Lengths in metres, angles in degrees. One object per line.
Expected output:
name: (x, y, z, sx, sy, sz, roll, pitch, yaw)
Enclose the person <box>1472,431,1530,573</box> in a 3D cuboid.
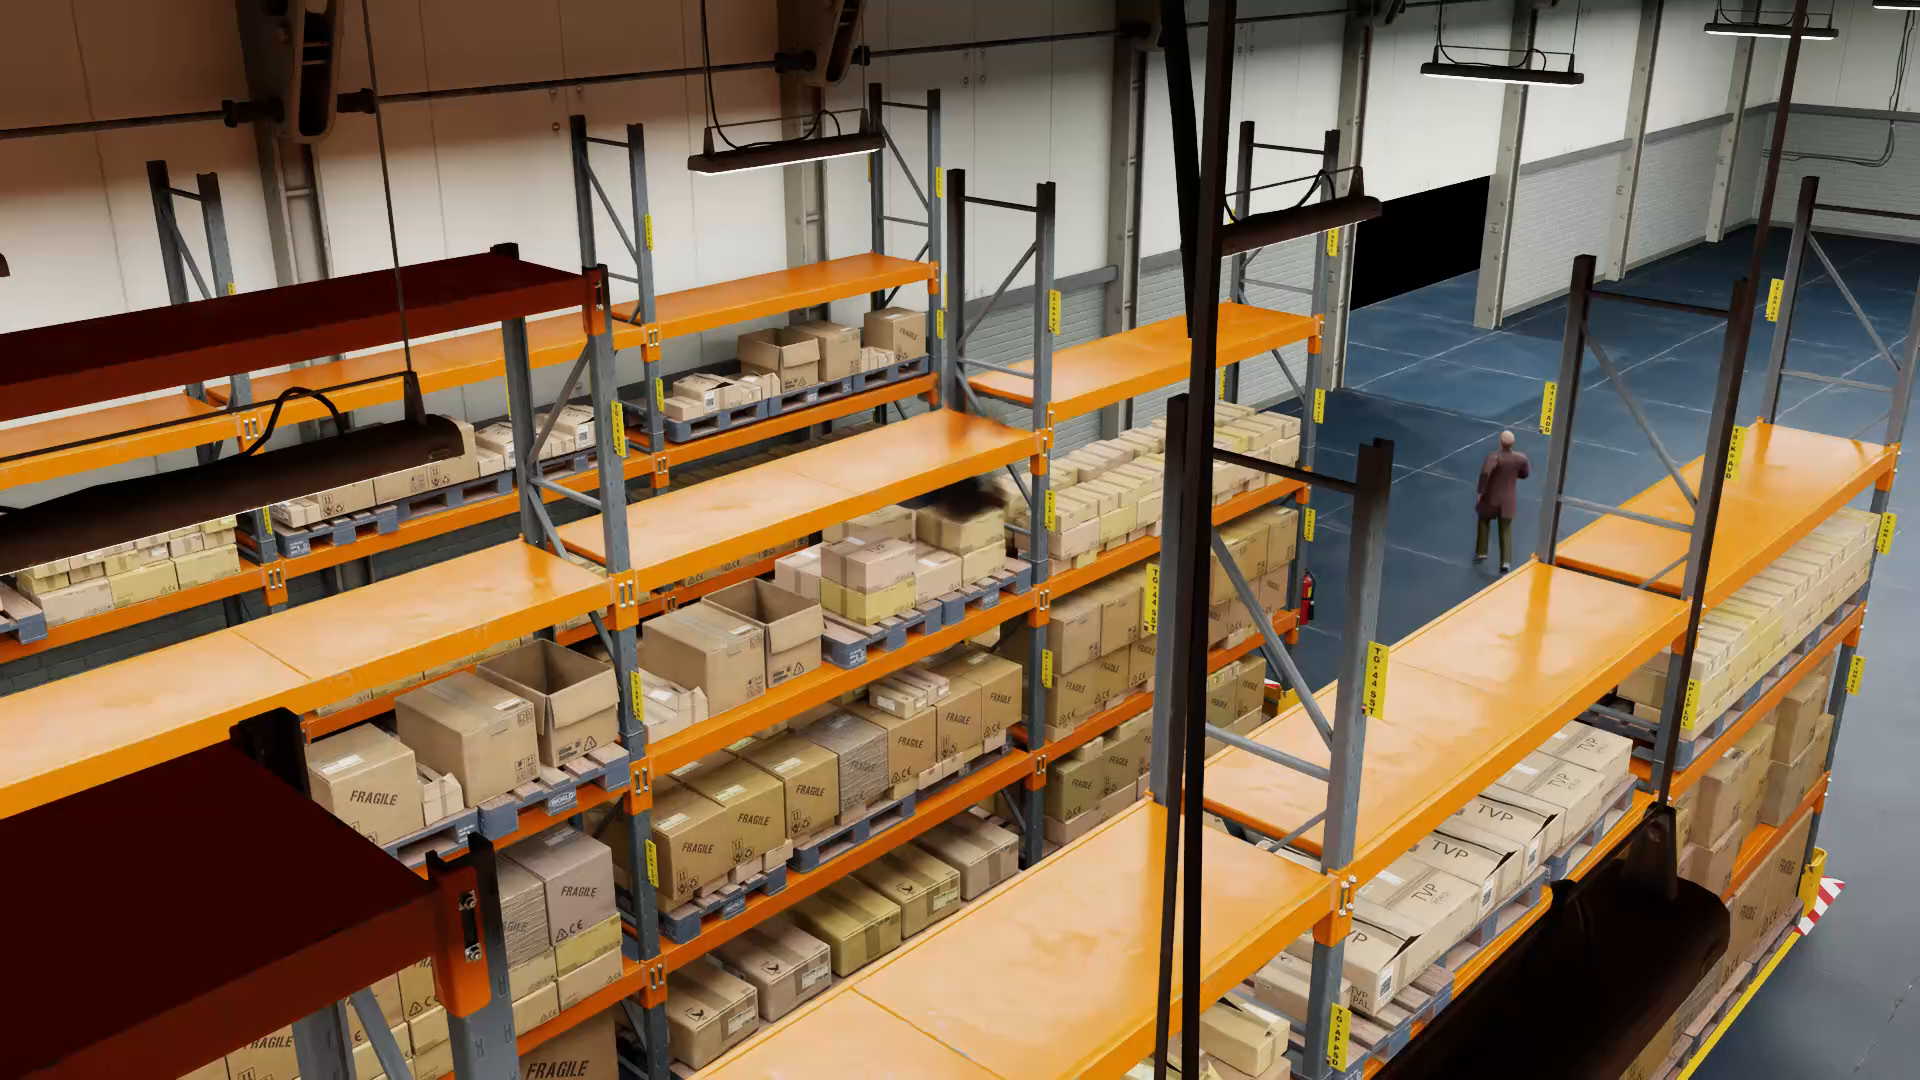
person: (6.730, -0.455, 20.711, 0.705, 1.845, 0.898, 1, 21, 2)
